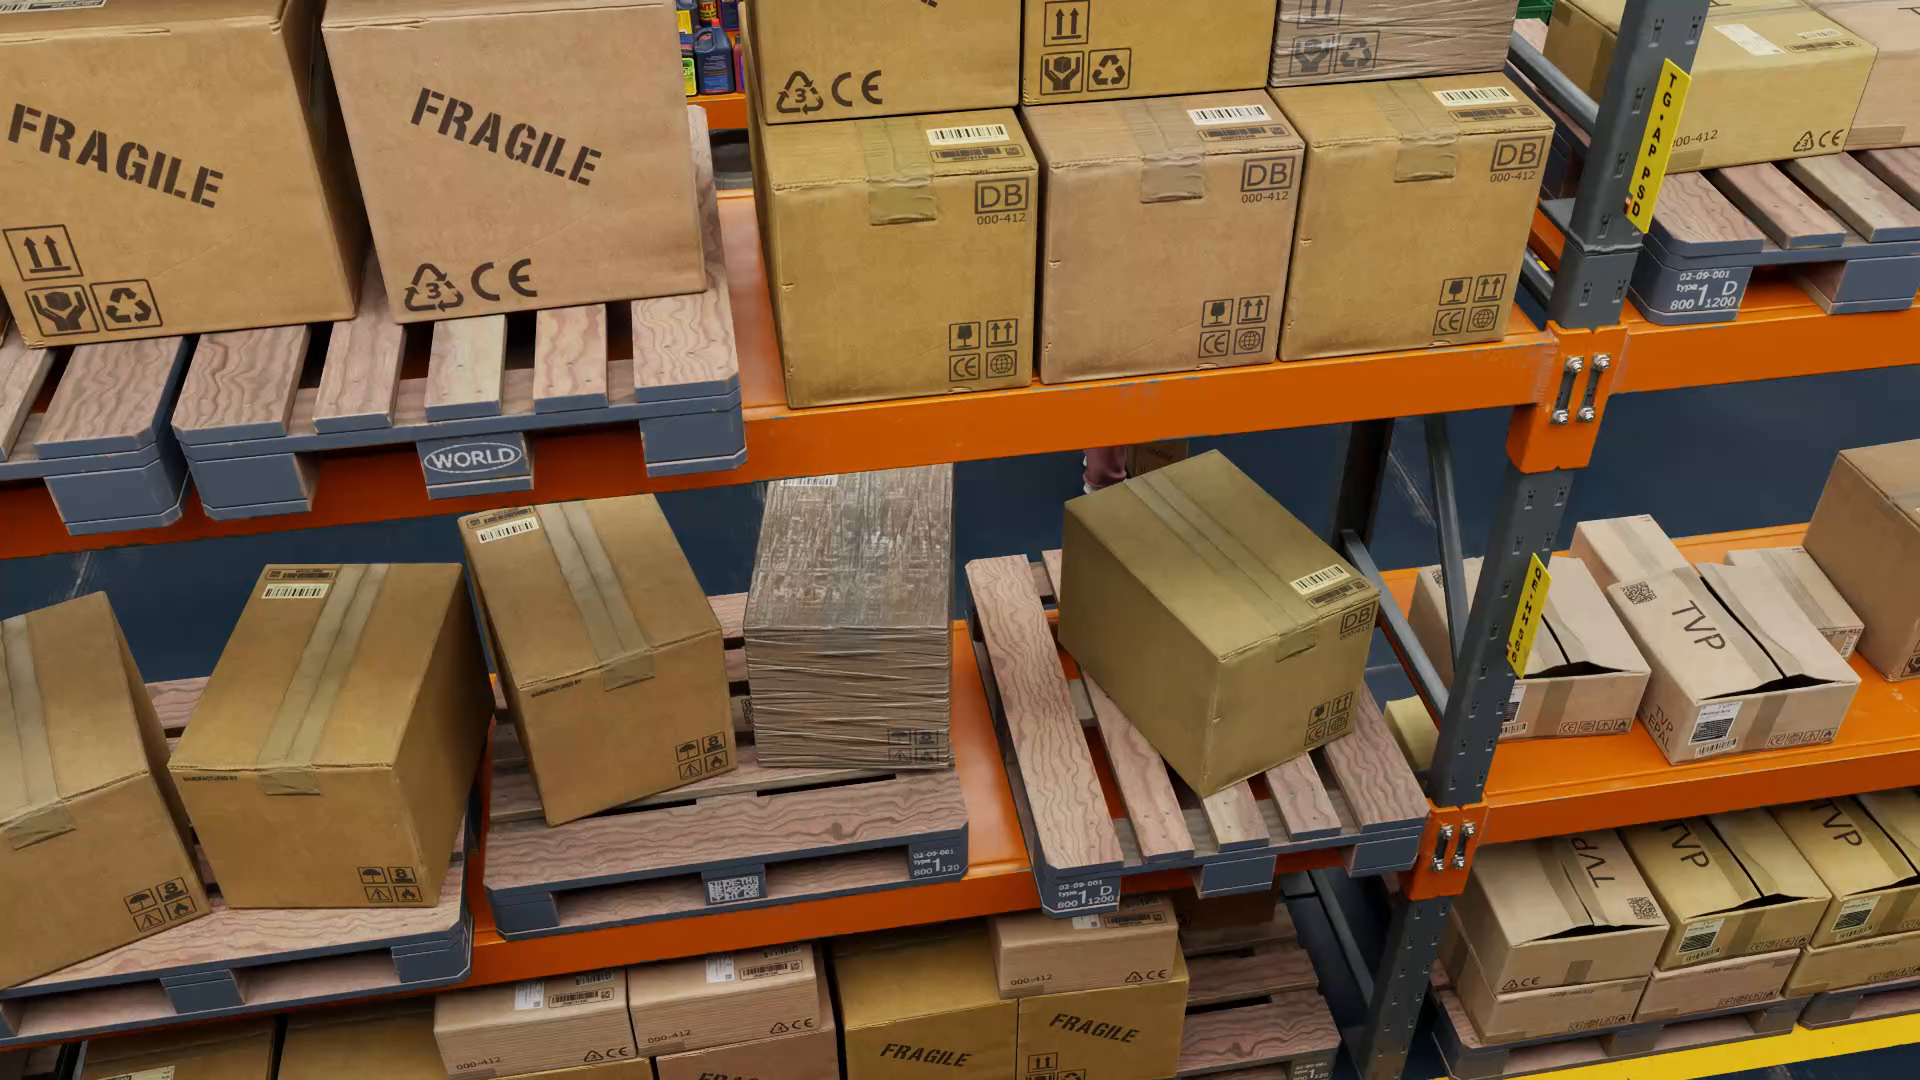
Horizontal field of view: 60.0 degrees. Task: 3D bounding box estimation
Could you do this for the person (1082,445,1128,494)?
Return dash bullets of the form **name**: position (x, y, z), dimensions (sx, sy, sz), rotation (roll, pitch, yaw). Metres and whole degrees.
- **person**: position (0.698, -0.983, 7.379), dimensions (0.414, 1.672, 0.521), rotation (-9, 40, -10)
